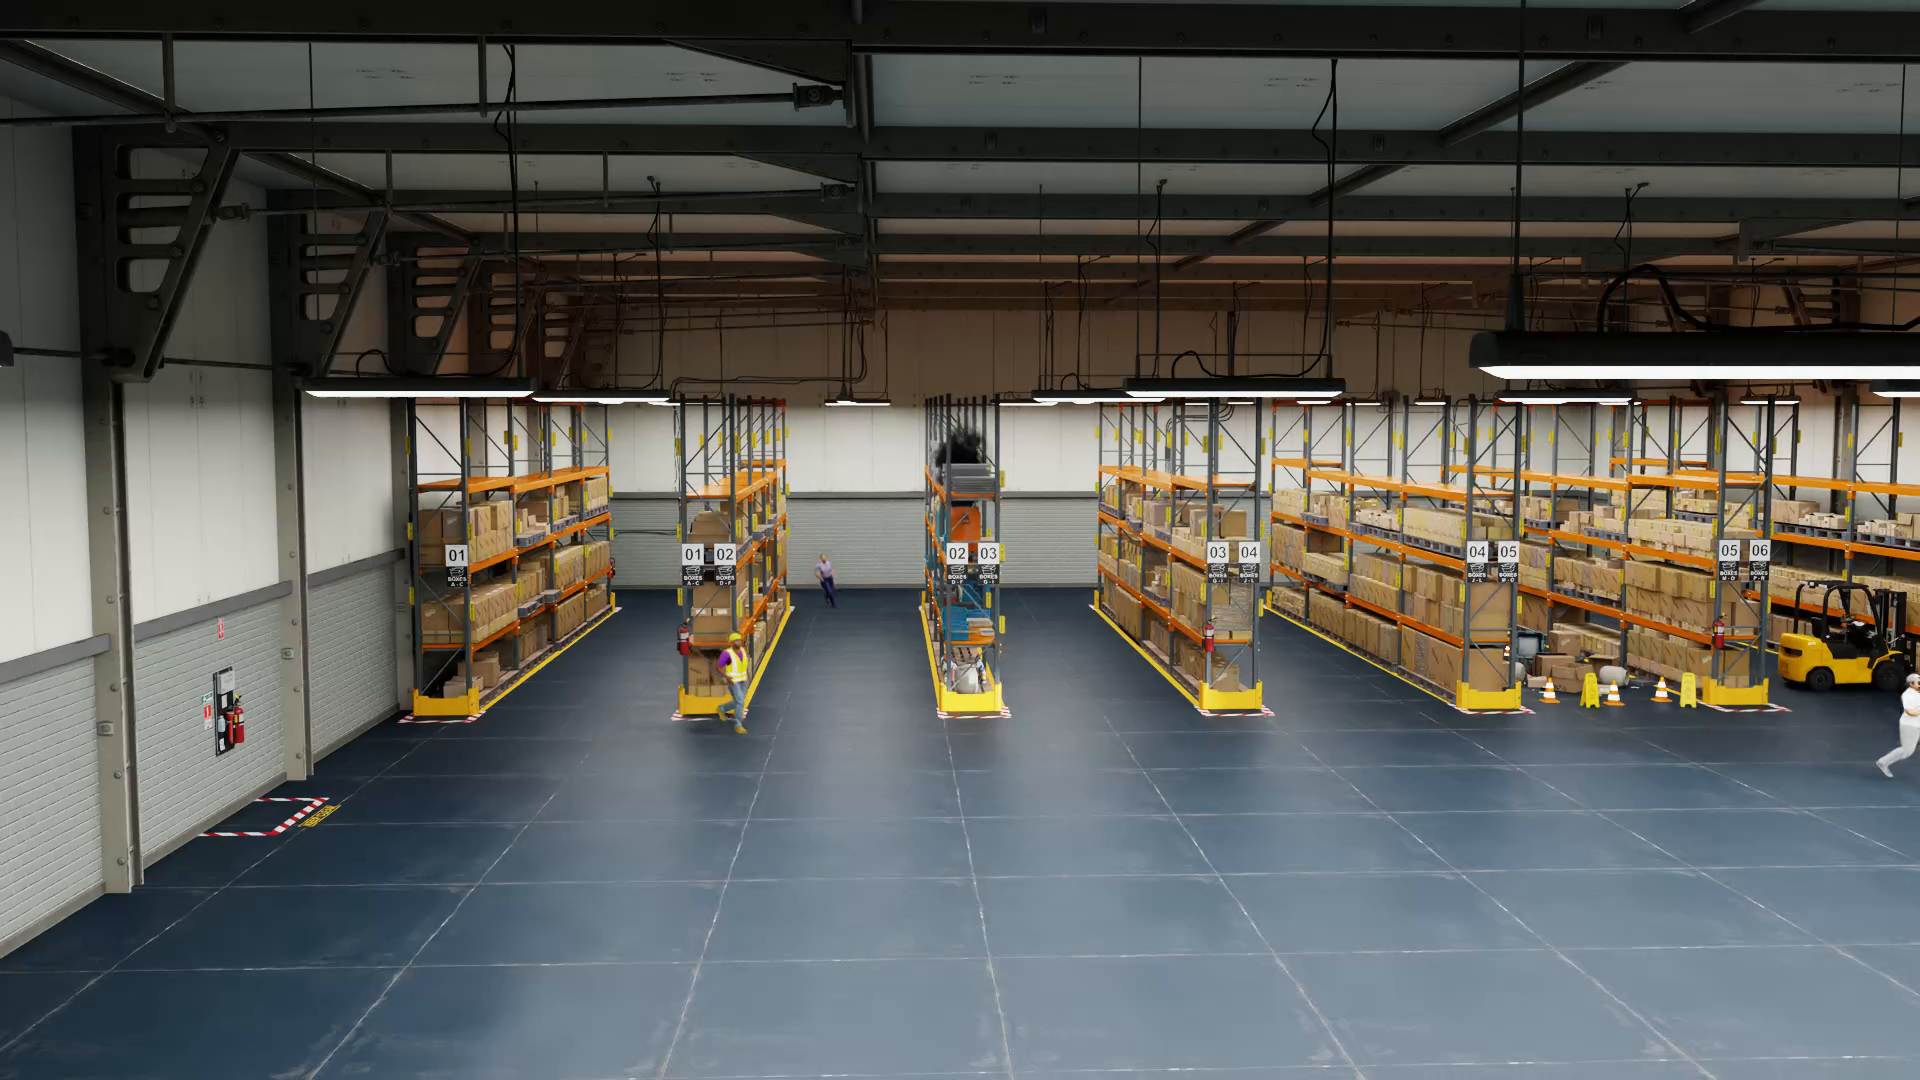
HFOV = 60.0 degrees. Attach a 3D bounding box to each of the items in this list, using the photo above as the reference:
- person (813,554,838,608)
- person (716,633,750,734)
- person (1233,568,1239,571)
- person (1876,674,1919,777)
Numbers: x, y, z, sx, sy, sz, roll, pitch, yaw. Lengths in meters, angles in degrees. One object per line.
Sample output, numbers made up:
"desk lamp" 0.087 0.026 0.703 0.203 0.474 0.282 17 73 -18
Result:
"person" -3.894 1.176 47.839 0.666 1.583 0.697 -3 6 -37
"person" -4.037 2.518 29.566 0.771 1.767 0.712 3 6 37
"person" 7.682 1.225 46.596 0.593 1.623 0.570 0 5 3
"person" 14.648 2.856 25.454 0.613 1.621 1.037 -4 6 -43
